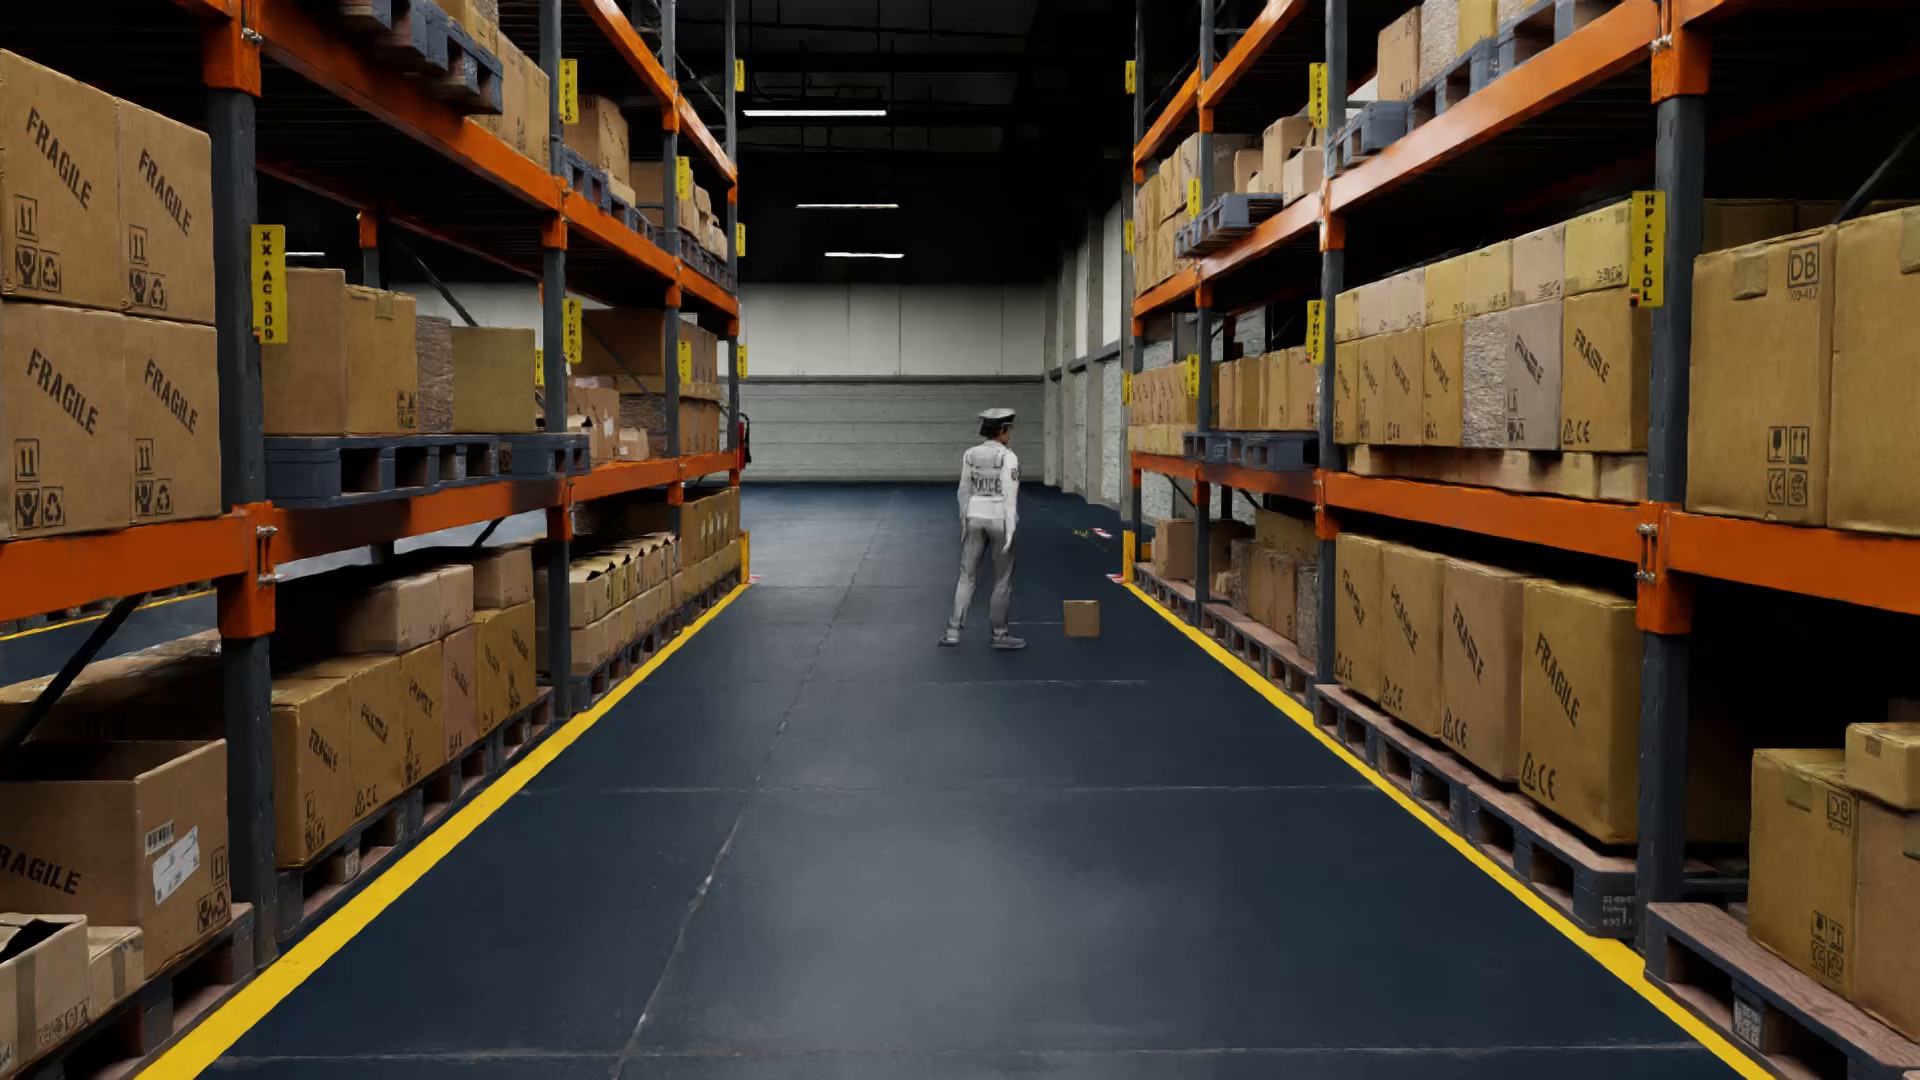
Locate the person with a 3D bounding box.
[{"bbox_3d":[0.157,-0.075,11.468,0.556,1.669,0.581,2,5,31],"label":"person"}]
